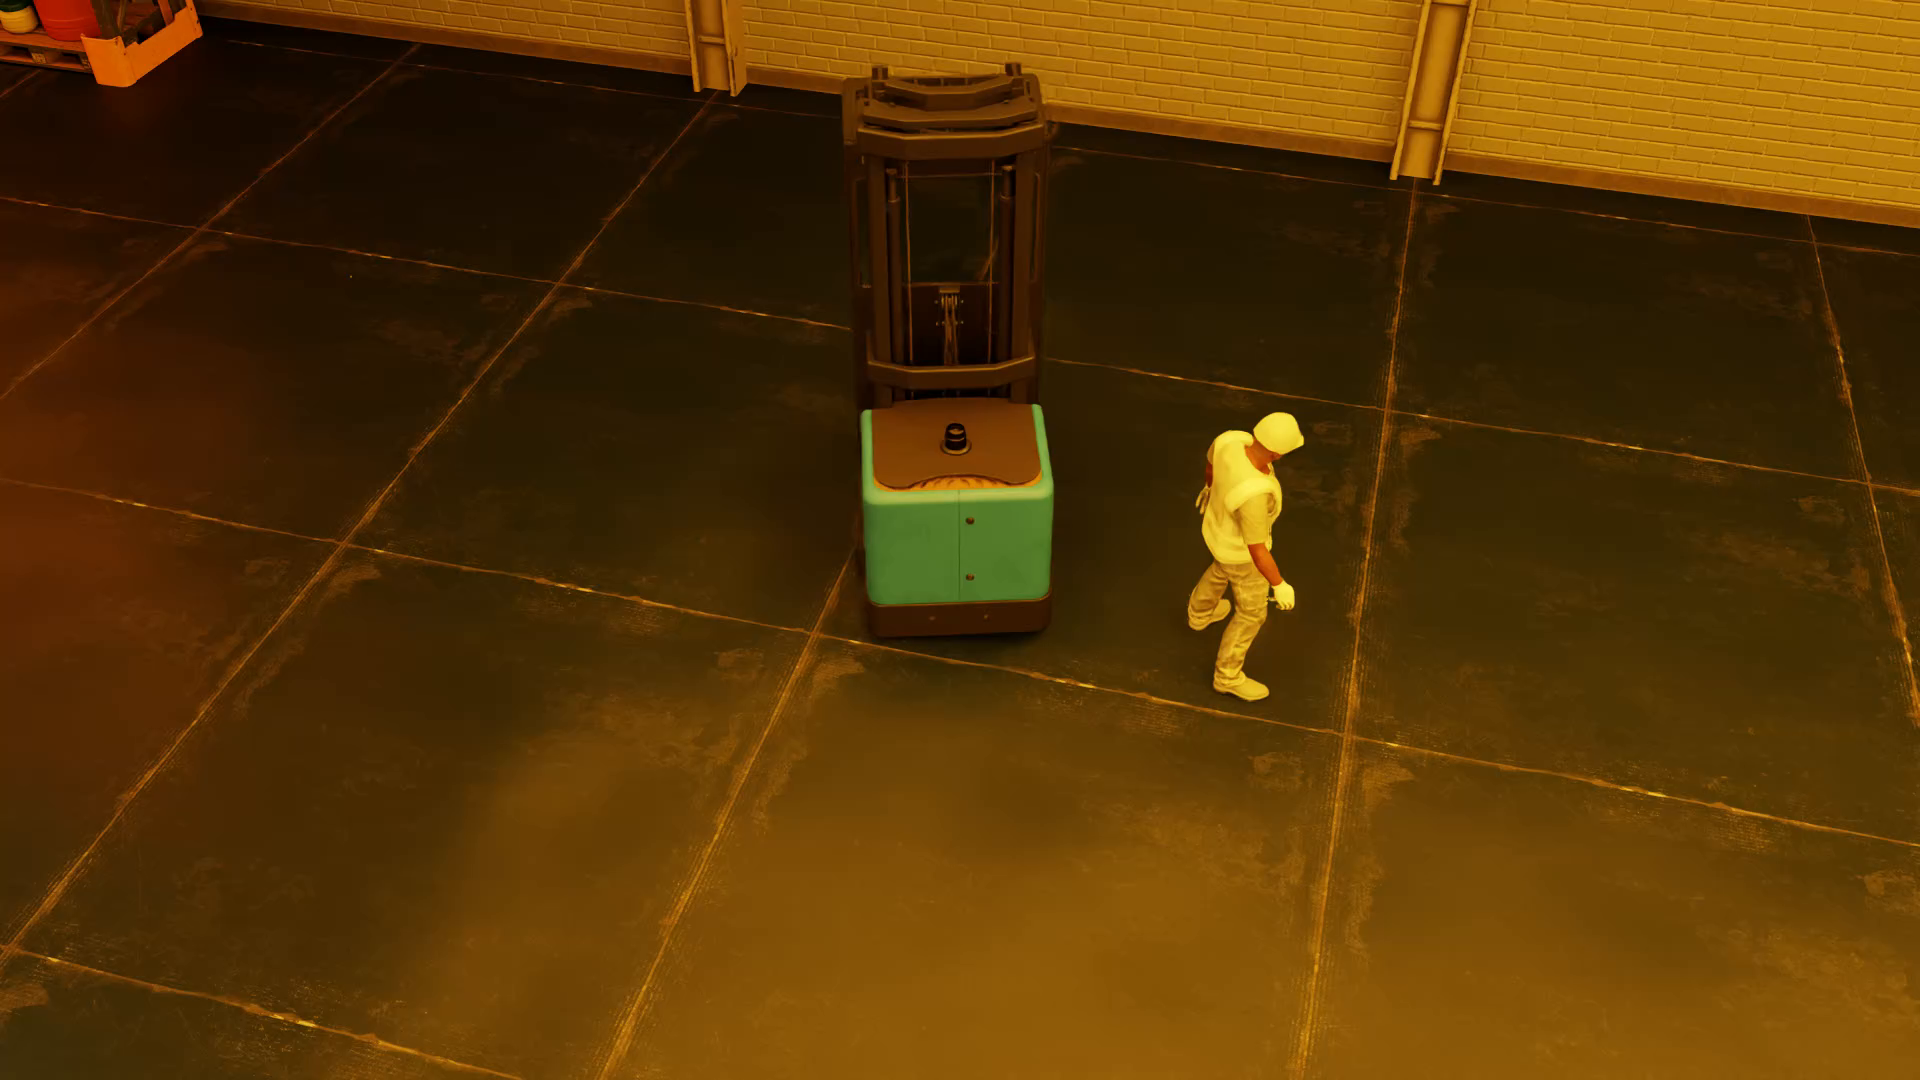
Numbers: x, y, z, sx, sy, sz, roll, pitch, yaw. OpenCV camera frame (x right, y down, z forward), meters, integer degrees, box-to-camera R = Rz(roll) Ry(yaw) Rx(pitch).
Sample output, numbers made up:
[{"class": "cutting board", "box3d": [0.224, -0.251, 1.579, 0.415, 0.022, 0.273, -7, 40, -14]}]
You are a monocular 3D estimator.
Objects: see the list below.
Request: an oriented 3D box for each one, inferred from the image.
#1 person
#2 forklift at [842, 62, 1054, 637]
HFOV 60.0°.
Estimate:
[{"class": "person", "box3d": [1.501, 0.013, 8.745, 0.405, 1.748, 0.881, -7, 42, -8]}, {"class": "forklift", "box3d": [-0.088, -1.513, 9.587, 1.130, 2.935, 3.031, -2, 41, -2]}]
